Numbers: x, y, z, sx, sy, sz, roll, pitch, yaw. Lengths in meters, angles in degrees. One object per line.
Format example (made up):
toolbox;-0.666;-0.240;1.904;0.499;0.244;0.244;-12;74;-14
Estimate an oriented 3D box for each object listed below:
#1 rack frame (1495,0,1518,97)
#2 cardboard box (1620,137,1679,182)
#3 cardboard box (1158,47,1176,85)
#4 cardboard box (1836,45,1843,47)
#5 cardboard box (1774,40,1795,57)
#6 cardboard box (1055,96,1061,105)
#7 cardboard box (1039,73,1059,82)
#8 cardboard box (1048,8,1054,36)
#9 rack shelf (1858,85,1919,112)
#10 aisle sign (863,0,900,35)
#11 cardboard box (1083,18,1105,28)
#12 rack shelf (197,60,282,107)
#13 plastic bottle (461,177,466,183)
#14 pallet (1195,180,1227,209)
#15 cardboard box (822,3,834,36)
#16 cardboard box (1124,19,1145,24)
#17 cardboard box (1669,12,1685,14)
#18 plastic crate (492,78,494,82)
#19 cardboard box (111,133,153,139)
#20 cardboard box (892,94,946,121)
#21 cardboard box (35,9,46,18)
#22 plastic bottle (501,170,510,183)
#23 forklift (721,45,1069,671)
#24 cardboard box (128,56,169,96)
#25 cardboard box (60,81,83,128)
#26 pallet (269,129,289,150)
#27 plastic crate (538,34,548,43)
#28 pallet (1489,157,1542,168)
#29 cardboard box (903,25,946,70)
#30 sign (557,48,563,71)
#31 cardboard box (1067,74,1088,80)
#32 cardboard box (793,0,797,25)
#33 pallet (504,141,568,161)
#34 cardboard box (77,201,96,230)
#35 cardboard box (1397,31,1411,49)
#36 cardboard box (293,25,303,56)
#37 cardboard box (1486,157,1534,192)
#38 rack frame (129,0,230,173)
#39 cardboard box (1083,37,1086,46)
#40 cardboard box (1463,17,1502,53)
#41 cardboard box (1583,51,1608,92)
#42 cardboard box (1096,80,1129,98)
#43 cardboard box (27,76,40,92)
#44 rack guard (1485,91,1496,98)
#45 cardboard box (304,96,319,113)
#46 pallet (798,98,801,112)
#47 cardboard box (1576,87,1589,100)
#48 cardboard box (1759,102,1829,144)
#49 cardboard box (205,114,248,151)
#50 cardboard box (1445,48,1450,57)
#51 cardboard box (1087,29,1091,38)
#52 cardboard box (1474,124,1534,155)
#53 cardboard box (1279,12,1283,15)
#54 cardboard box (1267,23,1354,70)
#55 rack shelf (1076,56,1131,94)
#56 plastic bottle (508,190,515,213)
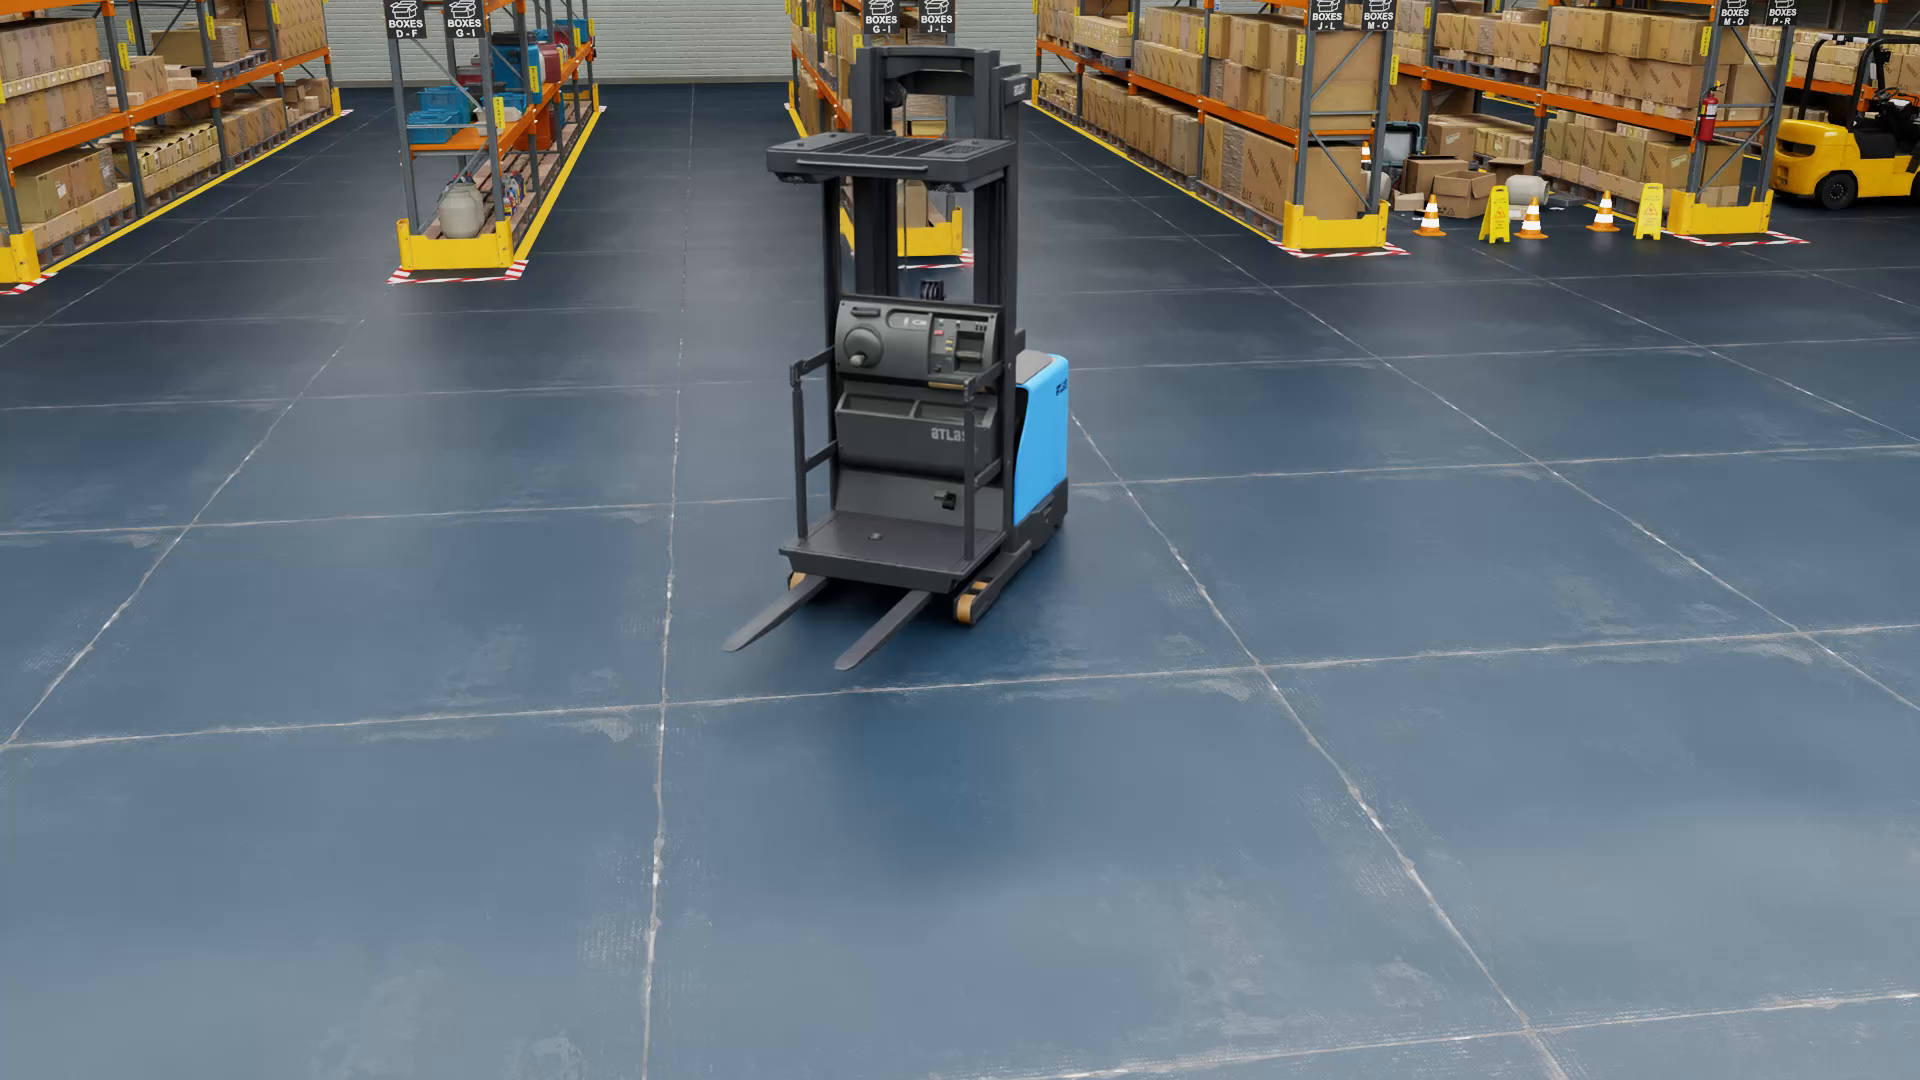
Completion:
rack frame;11.854;-10.939;35.218;1.000;3.000;0.127;-3;21;-8
cardboard box;8.797;-4.853;21.180;0.500;0.500;0.500;-2;21;-6
cardboard box;3.228;-6.988;24.496;0.500;0.500;0.500;-3;21;-8
cardboard box;13.277;-7.418;24.721;0.380;0.149;0.250;-3;21;-8
cardboard box;13.057;-7.636;25.875;0.500;0.250;0.500;-3;21;-7
cardboard box;2.054;-8.532;32.247;0.380;0.149;0.250;-3;21;-8
cardboard box;1.799;-9.344;33.572;0.380;0.149;0.250;-4;21;-10
cardboard box;2.011;-10.066;32.311;0.500;0.500;0.500;-3;21;-7
rack shelf;13.872;-5.755;22.366;1.077;0.370;4.000;-3;21;-8
aisle sign;-0.845;-5.829;17.821;0.394;0.787;0.004;-3;21;-8
cardboard box;2.352;-8.945;28.786;0.380;0.149;0.250;-3;21;-8
rack shelf;-11.802;-7.275;26.436;1.077;0.370;4.000;-3;21;-8
plastic bottle;-6.349;-4.470;21.162;0.152;0.276;0.135;-2;21;-6
pallet;3.821;-4.675;22.431;1.003;0.211;1.213;-3;21;-8
cardboard box;-1.891;-8.415;26.882;0.797;0.503;0.637;-2;21;-6
cardboard box;3.032;-8.888;28.635;0.380;0.149;0.250;-4;21;-10
cardboard box;12.467;-9.168;29.733;0.700;0.500;0.500;-3;21;-8
plastic crate;-6.565;-6.273;23.027;0.450;0.188;0.662;-3;21;-8
cardboard box;-11.573;-5.537;23.281;0.500;0.311;0.500;-3;21;-9
cardboard box;-0.609;-5.026;18.818;0.875;0.500;0.500;-3;21;-8
cardboard box;-17.485;-9.403;30.676;0.980;0.700;0.700;-2;21;-5
plastic bottle;-5.800;-4.533;21.222;0.144;0.351;0.185;-3;21;-8
forklift;-0.319;-1.080;8.918;1.130;2.935;3.031;8;22;19
cardboard box;-11.256;-6.386;22.885;0.500;0.500;0.500;-4;21;-11
cardboard box;-10.716;-5.072;19.366;0.700;0.500;0.500;-3;21;-7
pallet;-11.936;-6.719;27.903;1.003;0.211;1.213;-3;21;-8
plastic crate;-7.865;-9.330;31.062;0.416;0.233;0.300;-3;21;-8
pallet;8.559;-5.496;24.630;1.003;0.211;1.213;-3;21;-8
cardboard box;-0.367;-5.507;18.676;0.500;0.500;0.500;-3;21;-8
sign;-6.068;-7.275;25.174;0.100;0.325;0.005;-3;21;-8
cardboard box;2.366;-9.283;33.406;0.380;0.149;0.250;-3;21;-7
cardboard box;-2.909;-10.076;31.625;0.500;0.500;0.500;-3;21;-9
pallet;-6.766;-6.133;26.335;1.003;0.211;1.213;-3;21;-8
cardboard box;-10.432;-3.775;19.365;0.500;0.250;0.500;-3;21;-8
cardboard box;7.697;-8.414;27.957;0.500;0.250;0.500;-3;21;-9
cardboard box;-12.041;-8.892;29.594;0.500;0.500;0.500;-3;21;-8
cardboard box;7.481;-4.923;22.680;0.500;0.500;0.500;12;24;29
rack frame;-11.514;-6.920;24.456;1.000;3.000;0.127;-3;21;-8
cardboard box;2.351;-8.668;28.896;0.380;0.149;0.250;-3;21;-7
cardboard box;8.097;-7.770;25.564;0.500;0.500;0.500;-3;21;-7
cardboard box;8.615;-6.206;21.976;0.500;0.500;0.500;-3;21;-8
cardboard box;2.629;-7.765;28.620;0.500;0.250;0.500;-2;21;-6
cardboard box;-10.354;-5.005;18.259;0.380;0.149;0.250;-4;21;-10
rack guard;11.865;-9.742;35.585;1.175;0.500;0.348;-3;21;-8
cardboard box;-12.238;-8.101;30.921;0.500;0.250;0.500;-3;21;-8
pallet;-2.671;-8.609;32.964;1.003;0.211;1.213;-3;21;-8
cardboard box;8.558;-6.027;22.426;0.380;0.149;0.250;-2;21;-6
cardboard box;13.283;-6.578;26.335;0.875;0.625;0.625;-4;21;-10
cardboard box;-11.378;-6.308;25.761;0.500;0.500;0.500;-4;21;-10
cardboard box;7.967;-7.775;26.506;0.380;0.149;0.250;-4;21;-11
cardboard box;2.394;-8.715;28.596;0.380;0.149;0.250;-2;21;-6
cardboard box;8.386;-6.170;25.603;0.950;0.372;0.625;-2;21;-6
cardboard box;6.728;-10.554;34.043;0.500;0.500;0.500;-3;21;-8
cardboard box;4.234;-5.956;20.119;0.875;0.550;0.550;-3;21;-8
rack shelf;2.924;-7.989;28.346;1.077;0.370;4.000;-3;21;-8
plastic bottle;-5.475;-4.123;20.239;0.097;0.271;0.097;0;20;0
